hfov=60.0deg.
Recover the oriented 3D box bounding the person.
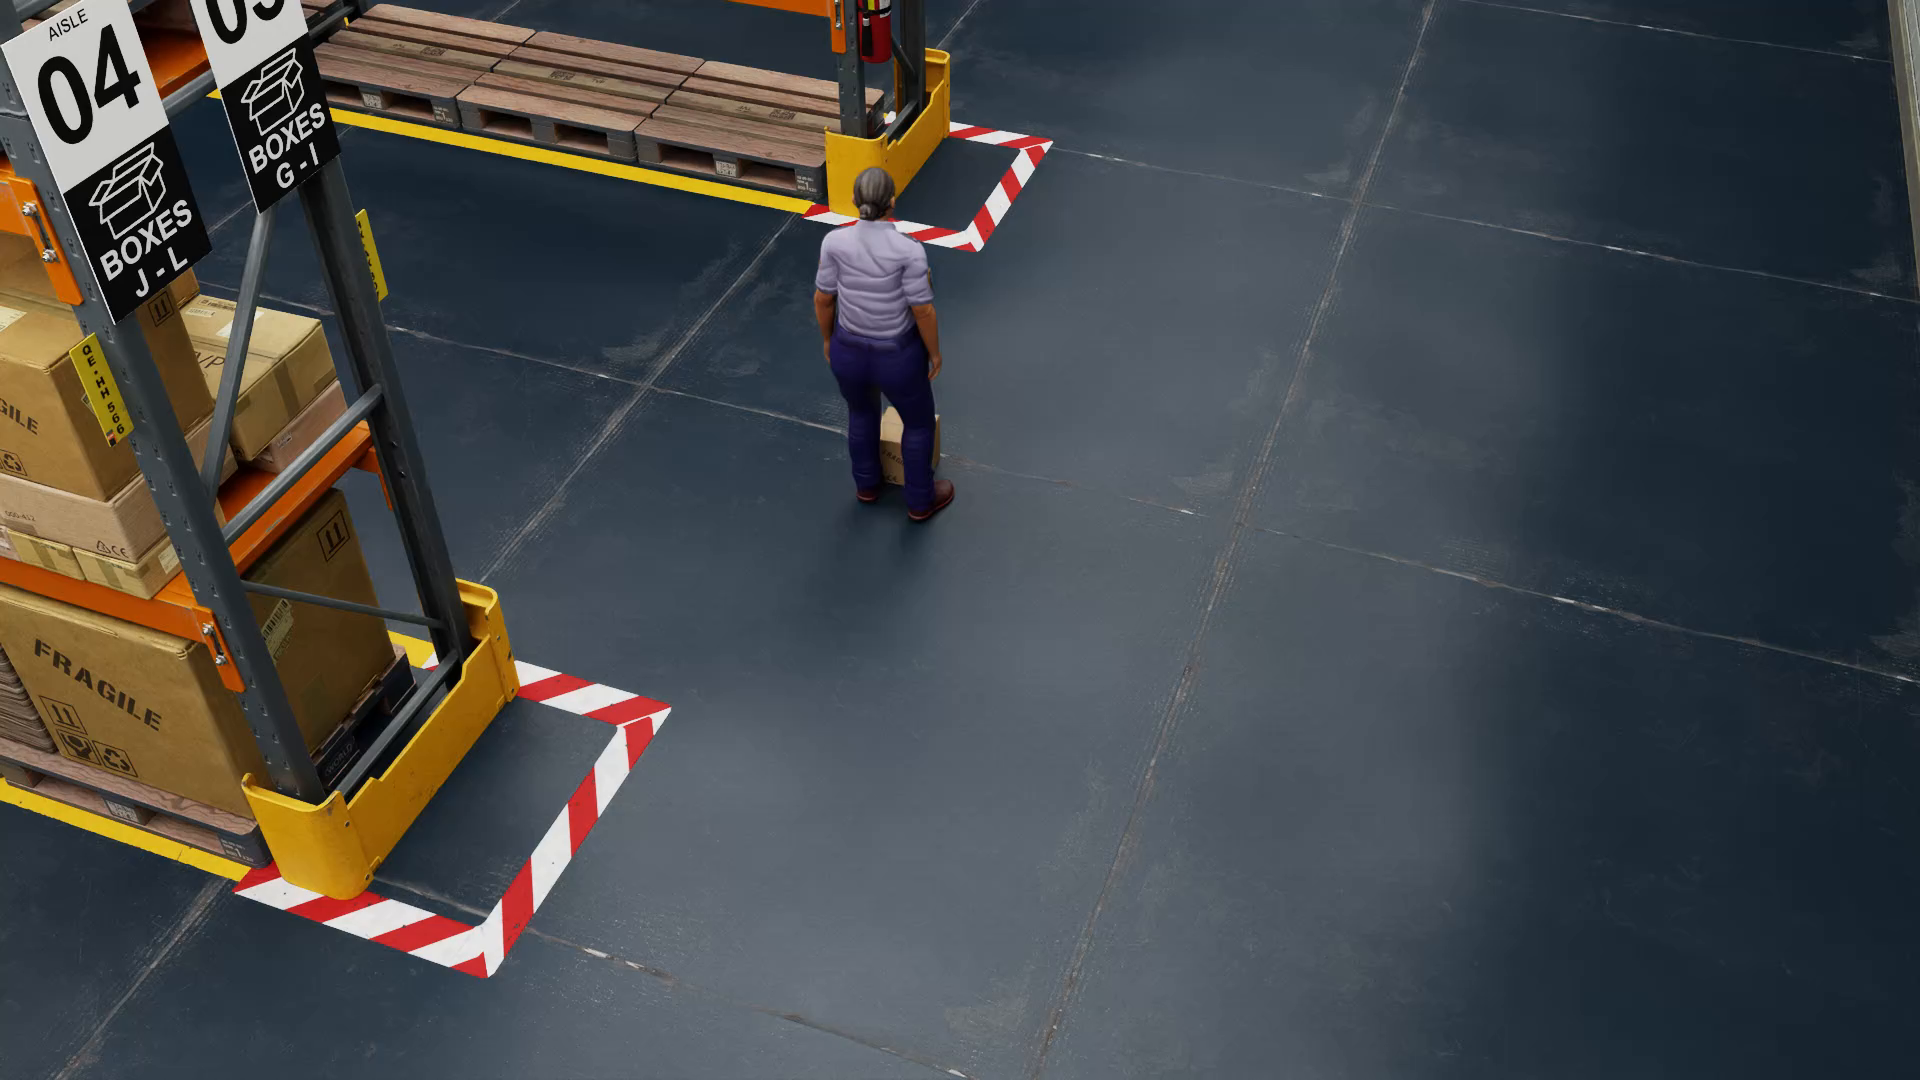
[{"bbox_3d":[-0.318,-0.810,7.084,0.562,1.636,0.426,11,43,12],"label":"person"}]
